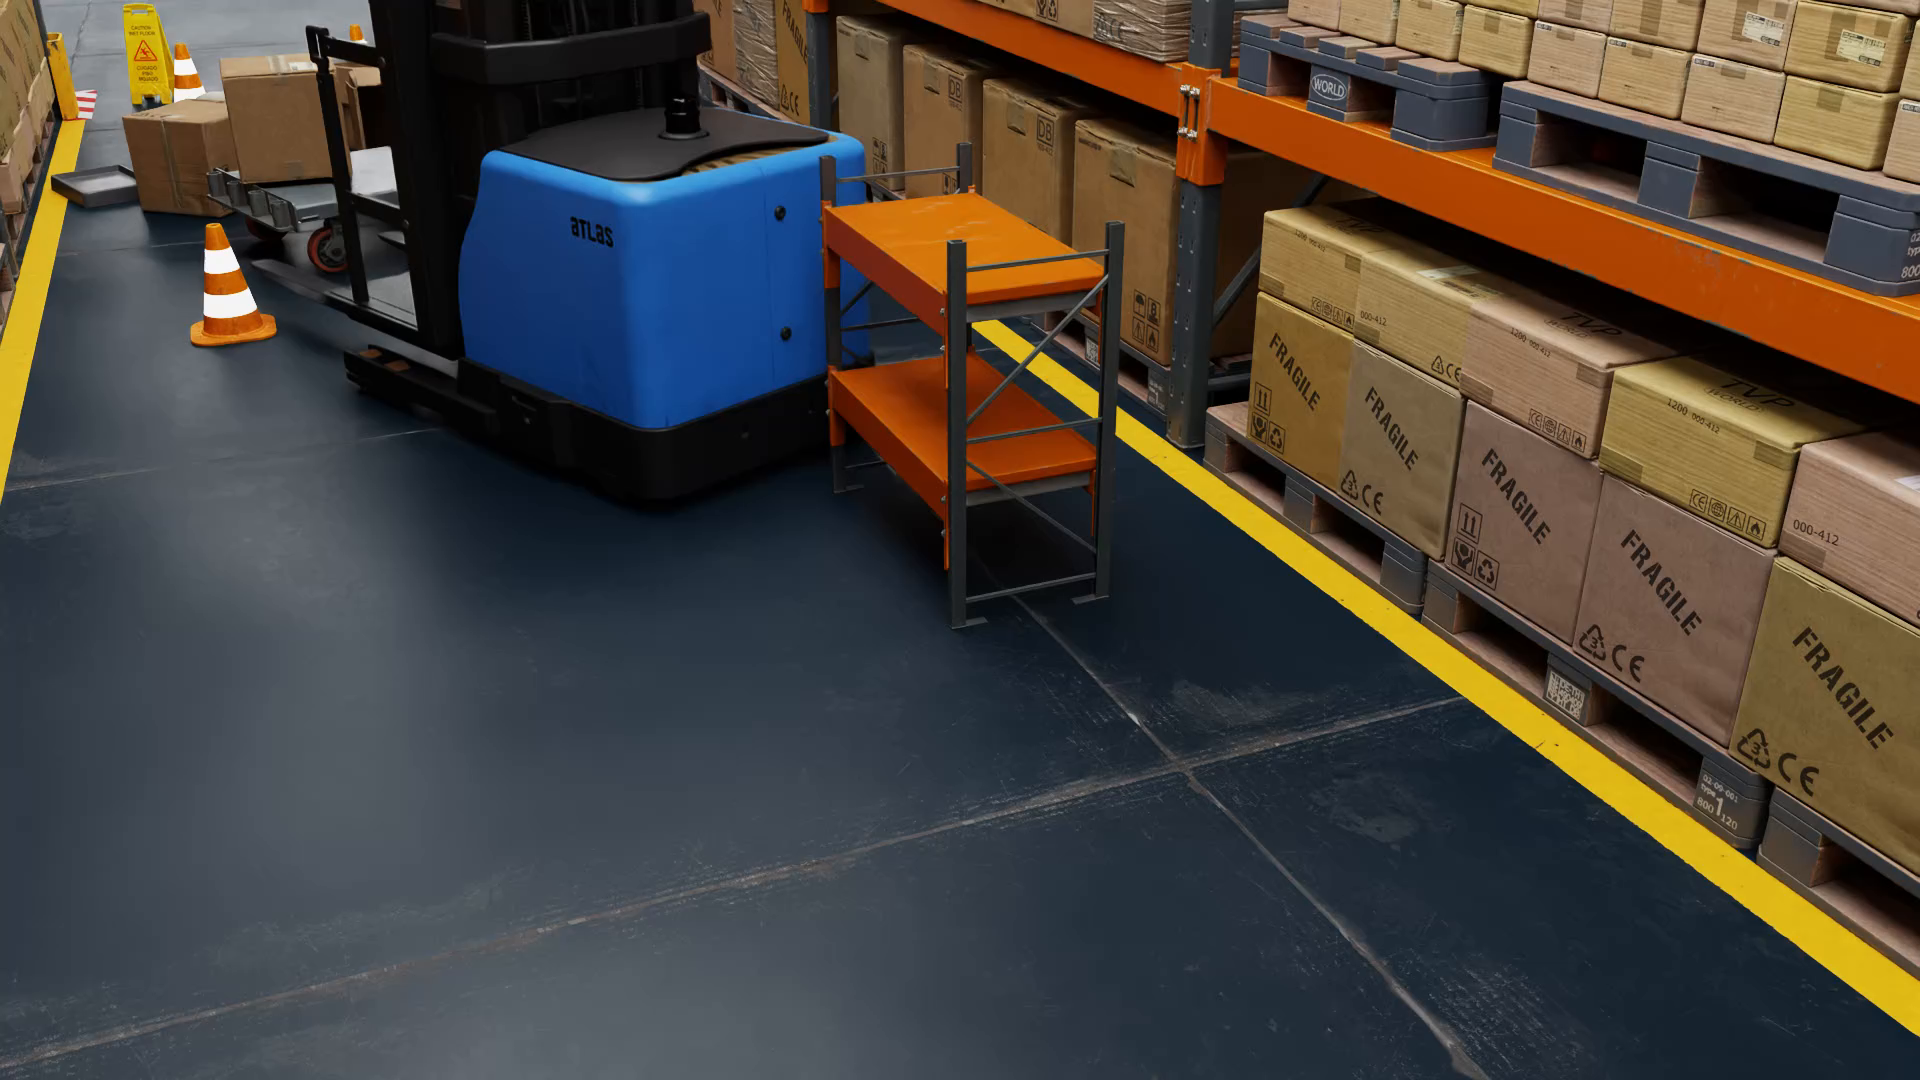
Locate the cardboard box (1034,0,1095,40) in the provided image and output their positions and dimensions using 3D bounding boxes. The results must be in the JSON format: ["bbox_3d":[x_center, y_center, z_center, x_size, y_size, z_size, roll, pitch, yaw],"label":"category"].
[{"bbox_3d":[0.607,-2.152,6.125,0.500,0.500,0.500,-11,28,-21],"label":"cardboard box"}]

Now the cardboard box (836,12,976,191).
[{"bbox_3d":[-0.017,-2.327,8.683,1.050,0.750,0.750,-11,28,-21],"label":"cardboard box"}]

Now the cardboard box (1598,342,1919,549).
[{"bbox_3d":[1.857,-0.236,3.829,0.500,0.250,0.500,-12,28,-23],"label":"cardboard box"}]

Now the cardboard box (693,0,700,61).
[{"bbox_3d":[-1.583,-3.971,11.907,0.875,0.875,0.875,-10,28,-20],"label":"cardboard box"}]

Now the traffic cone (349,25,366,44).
[{"bbox_3d":[-4.180,-3.344,11.572,0.336,0.463,0.334,-11,28,-21],"label":"traffic cone"}]

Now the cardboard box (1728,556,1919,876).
[{"bbox_3d":[2.068,0.317,3.553,0.500,0.500,0.500,-11,28,-22],"label":"cardboard box"}]

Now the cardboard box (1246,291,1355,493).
[{"bbox_3d":[1.266,-0.506,5.238,0.500,0.500,0.500,-12,28,-23],"label":"cardboard box"}]

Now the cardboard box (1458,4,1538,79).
[{"bbox_3d":[1.532,-1.305,4.311,0.380,0.149,0.250,-9,28,-18],"label":"cardboard box"}]

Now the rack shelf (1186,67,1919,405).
[{"bbox_3d":[2.007,-0.639,3.960,1.077,0.370,4.000,-11,28,-21],"label":"rack shelf"}]

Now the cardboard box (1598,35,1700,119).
[{"bbox_3d":[1.735,-1.095,3.883,0.380,0.149,0.250,-10,28,-20],"label":"cardboard box"}]

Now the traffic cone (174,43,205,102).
[{"bbox_3d":[-5.069,-3.016,10.900,0.336,0.463,0.334,-11,28,-21],"label":"traffic cone"}]

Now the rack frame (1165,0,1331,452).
[{"bbox_3d":[1.224,-1.770,5.456,1.000,3.000,0.127,-11,28,-21],"label":"rack frame"}]

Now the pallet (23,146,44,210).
[{"bbox_3d":[-5.635,-1.999,9.103,1.003,0.211,1.213,-11,28,-21],"label":"pallet"}]

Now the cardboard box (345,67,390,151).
[{"bbox_3d":[-3.033,-2.397,9.432,0.797,0.637,0.503,-11,28,-21],"label":"cardboard box"}]

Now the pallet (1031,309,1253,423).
[{"bbox_3d":[0.985,-0.848,6.746,1.003,0.211,1.213,-11,28,-21],"label":"pallet"}]

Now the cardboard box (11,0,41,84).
[{"bbox_3d":[-5.663,-2.910,9.591,0.500,0.500,0.500,-10,28,-19],"label":"cardboard box"}]

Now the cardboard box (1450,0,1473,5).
[{"bbox_3d":[1.444,-1.533,4.441,0.380,0.149,0.250,-11,28,-22],"label":"cardboard box"}]

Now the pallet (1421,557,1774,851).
[{"bbox_3d":[2.003,0.291,4.414,1.003,0.211,1.213,-11,28,-21],"label":"pallet"}]

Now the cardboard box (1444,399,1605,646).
[{"bbox_3d":[1.672,-0.097,4.401,0.500,0.500,0.500,-11,28,-22],"label":"cardboard box"}]

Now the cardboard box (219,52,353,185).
[{"bbox_3d":[-3.231,-2.028,7.971,0.500,0.500,0.500,-11,28,-21],"label":"cardboard box"}]

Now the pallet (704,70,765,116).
[{"bbox_3d":[-1.050,-2.945,11.042,1.003,0.211,1.213,-11,28,-21],"label":"pallet"}]

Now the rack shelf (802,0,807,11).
[{"bbox_3d":[-1.126,-3.869,10.575,1.077,0.370,4.000,-11,28,-21],"label":"rack shelf"}]

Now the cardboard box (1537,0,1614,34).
[{"bbox_3d":[1.640,-1.331,4.026,0.380,0.149,0.250,-11,28,-21],"label":"cardboard box"}]

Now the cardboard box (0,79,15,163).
[{"bbox_3d":[-4.840,-2.068,7.867,0.500,0.500,0.500,-9,27,-18],"label":"cardboard box"}]

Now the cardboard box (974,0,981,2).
[{"bbox_3d":[0.206,-2.560,6.961,0.500,0.500,0.500,-10,28,-20],"label":"cardboard box"}]

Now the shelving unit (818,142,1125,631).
[{"bbox_3d":[0.003,-0.503,4.998,0.538,1.125,1.048,-11,28,-21],"label":"shelving unit"}]

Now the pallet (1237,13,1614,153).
[{"bbox_3d":[1.601,-1.414,4.946,1.213,0.211,1.003,-11,28,-21],"label":"pallet"}]

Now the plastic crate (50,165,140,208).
[{"bbox_3d":[-4.718,-1.956,9.165,0.402,0.080,0.583,-22,34,-38],"label":"plastic crate"}]

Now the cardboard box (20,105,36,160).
[{"bbox_3d":[-5.270,-2.158,8.907,0.500,0.250,0.500,-11,28,-21],"label":"cardboard box"}]

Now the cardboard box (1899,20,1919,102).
[{"bbox_3d":[2.042,-0.913,3.170,0.380,0.149,0.250,-12,29,-23],"label":"cardboard box"}]

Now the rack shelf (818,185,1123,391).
[{"bbox_3d":[0.003,-0.766,4.869,0.538,0.278,1.000,-11,28,-21],"label":"rack shelf"}]

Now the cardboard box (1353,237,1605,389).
[{"bbox_3d":[1.470,-0.648,4.673,0.500,0.250,0.500,-11,28,-21],"label":"cardboard box"}]

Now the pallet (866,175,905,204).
[{"bbox_3d":[0.029,-1.833,8.764,1.003,0.211,1.213,-11,28,-21],"label":"pallet"}]

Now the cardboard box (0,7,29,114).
[{"bbox_3d":[-5.262,-2.492,8.735,0.500,0.500,0.500,-9,27,-18],"label":"cardboard box"}]

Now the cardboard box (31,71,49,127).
[{"bbox_3d":[-5.664,-2.571,9.752,0.500,0.250,0.500,-10,28,-20],"label":"cardboard box"}]

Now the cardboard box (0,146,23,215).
[{"bbox_3d":[-4.840,-1.731,8.032,0.500,0.250,0.500,-12,28,-23],"label":"cardboard box"}]

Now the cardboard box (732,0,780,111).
[{"bbox_3d":[-0.881,-3.248,10.426,0.875,0.875,0.875,-10,28,-20],"label":"cardboard box"}]

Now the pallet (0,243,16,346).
[{"bbox_3d":[-4.551,-0.926,6.907,1.003,0.211,1.213,-11,28,-21],"label":"pallet"}]

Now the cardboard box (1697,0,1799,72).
[{"bbox_3d":[1.843,-1.122,3.598,0.380,0.149,0.250,-10,28,-19],"label":"cardboard box"}]

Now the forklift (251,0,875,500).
[{"bbox_3d":[-1.731,-1.979,5.963,3.031,2.935,1.130,22,33,37],"label":"forklift"}]

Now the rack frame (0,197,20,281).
[{"bbox_3d":[-4.858,-2.493,6.938,1.000,3.000,0.127,-11,28,-21],"label":"rack frame"}]

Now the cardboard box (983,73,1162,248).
[{"bbox_3d":[0.723,-1.561,7.114,1.050,0.750,0.750,-10,28,-20],"label":"cardboard box"}]

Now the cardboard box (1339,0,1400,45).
[{"bbox_3d":[1.318,-1.522,4.756,0.380,0.149,0.250,-9,27,-18],"label":"cardboard box"}]

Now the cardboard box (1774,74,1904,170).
[{"bbox_3d":[1.940,-0.883,3.447,0.380,0.149,0.250,-9,28,-18],"label":"cardboard box"}]

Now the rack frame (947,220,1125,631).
[{"bbox_3d":[0.202,-0.298,4.577,0.500,1.125,0.032,-11,28,-21],"label":"rack frame"}]
